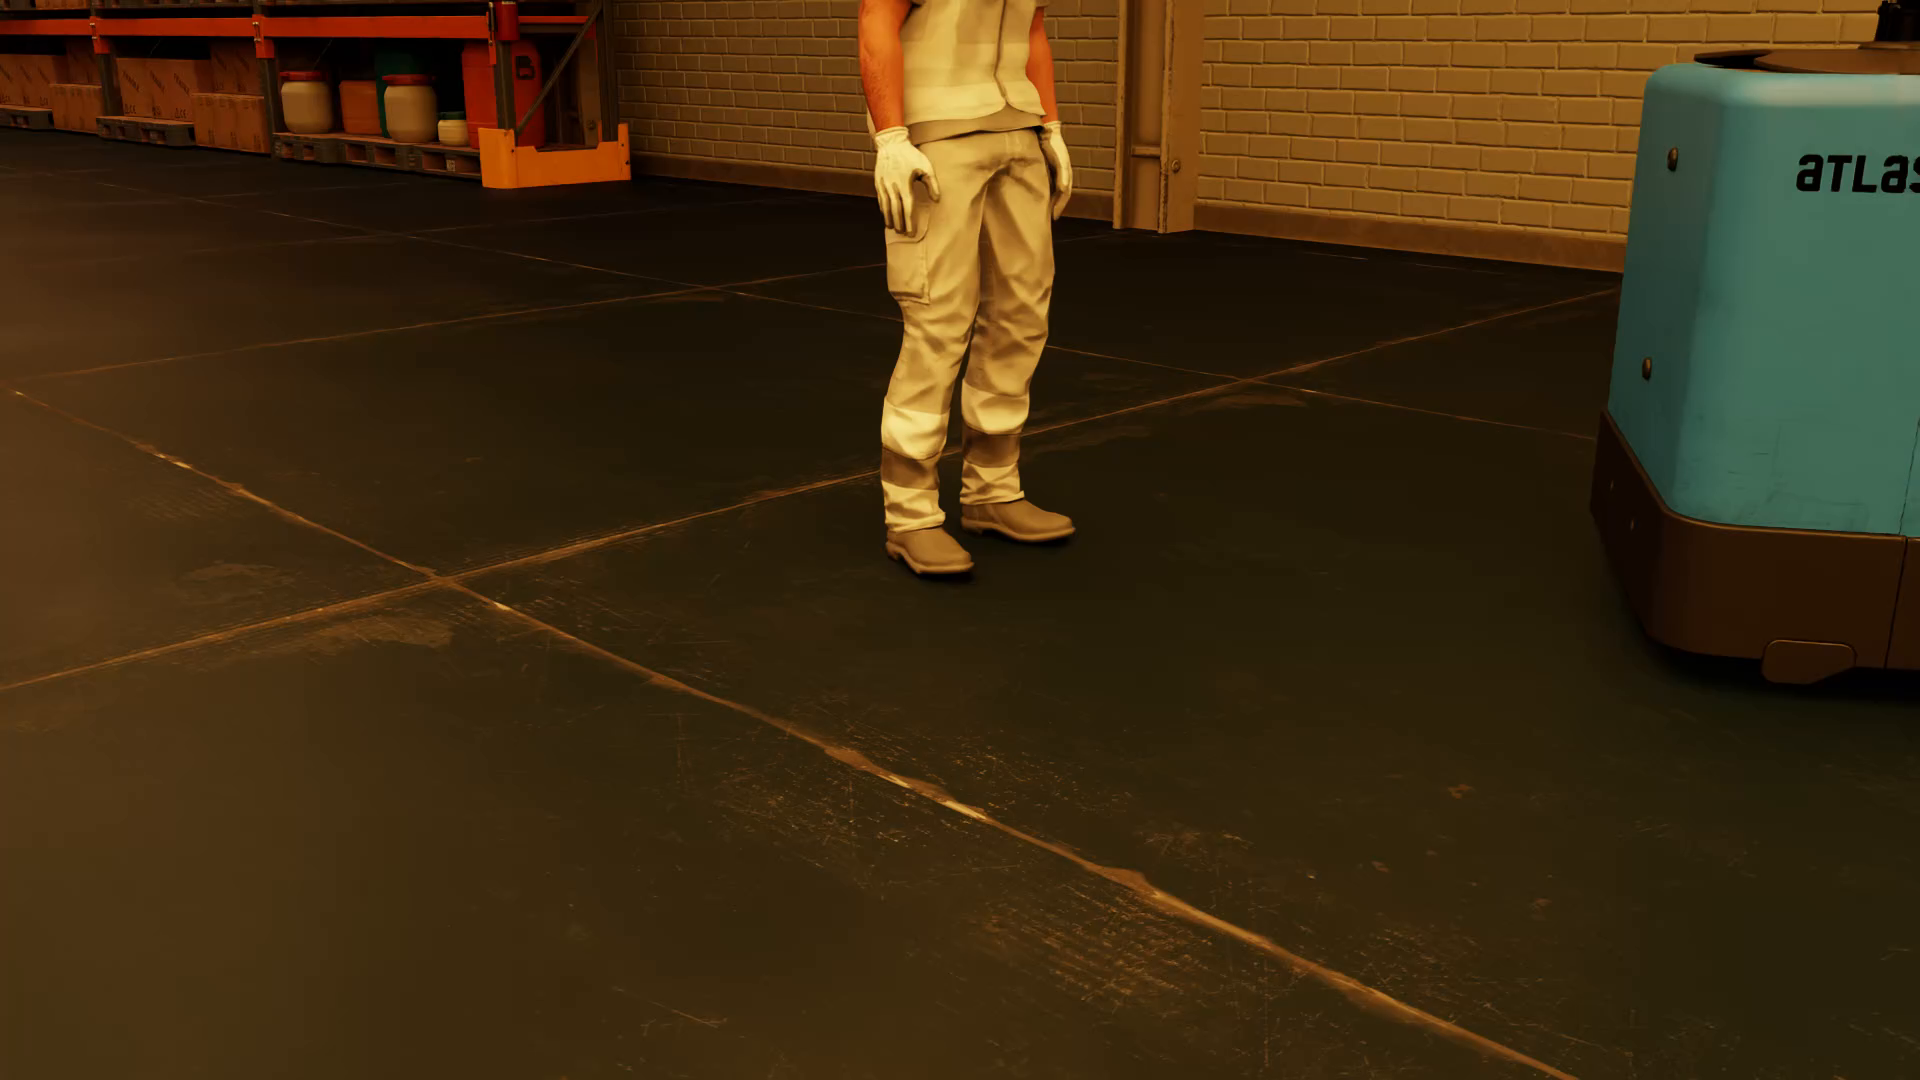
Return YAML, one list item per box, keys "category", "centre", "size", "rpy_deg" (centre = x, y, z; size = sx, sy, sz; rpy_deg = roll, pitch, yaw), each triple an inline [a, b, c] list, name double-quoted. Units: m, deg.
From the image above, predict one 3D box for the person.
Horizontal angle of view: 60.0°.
- category: "person"
  centre: [0.037, -0.840, 3.609]
  size: [0.450, 1.778, 0.608]
  rpy_deg: [15, 23, 40]

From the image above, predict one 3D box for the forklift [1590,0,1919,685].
- category: "forklift"
  centre: [2.846, -1.178, 2.741]
  size: [3.031, 2.935, 1.130]
  rpy_deg: [4, 18, 13]
